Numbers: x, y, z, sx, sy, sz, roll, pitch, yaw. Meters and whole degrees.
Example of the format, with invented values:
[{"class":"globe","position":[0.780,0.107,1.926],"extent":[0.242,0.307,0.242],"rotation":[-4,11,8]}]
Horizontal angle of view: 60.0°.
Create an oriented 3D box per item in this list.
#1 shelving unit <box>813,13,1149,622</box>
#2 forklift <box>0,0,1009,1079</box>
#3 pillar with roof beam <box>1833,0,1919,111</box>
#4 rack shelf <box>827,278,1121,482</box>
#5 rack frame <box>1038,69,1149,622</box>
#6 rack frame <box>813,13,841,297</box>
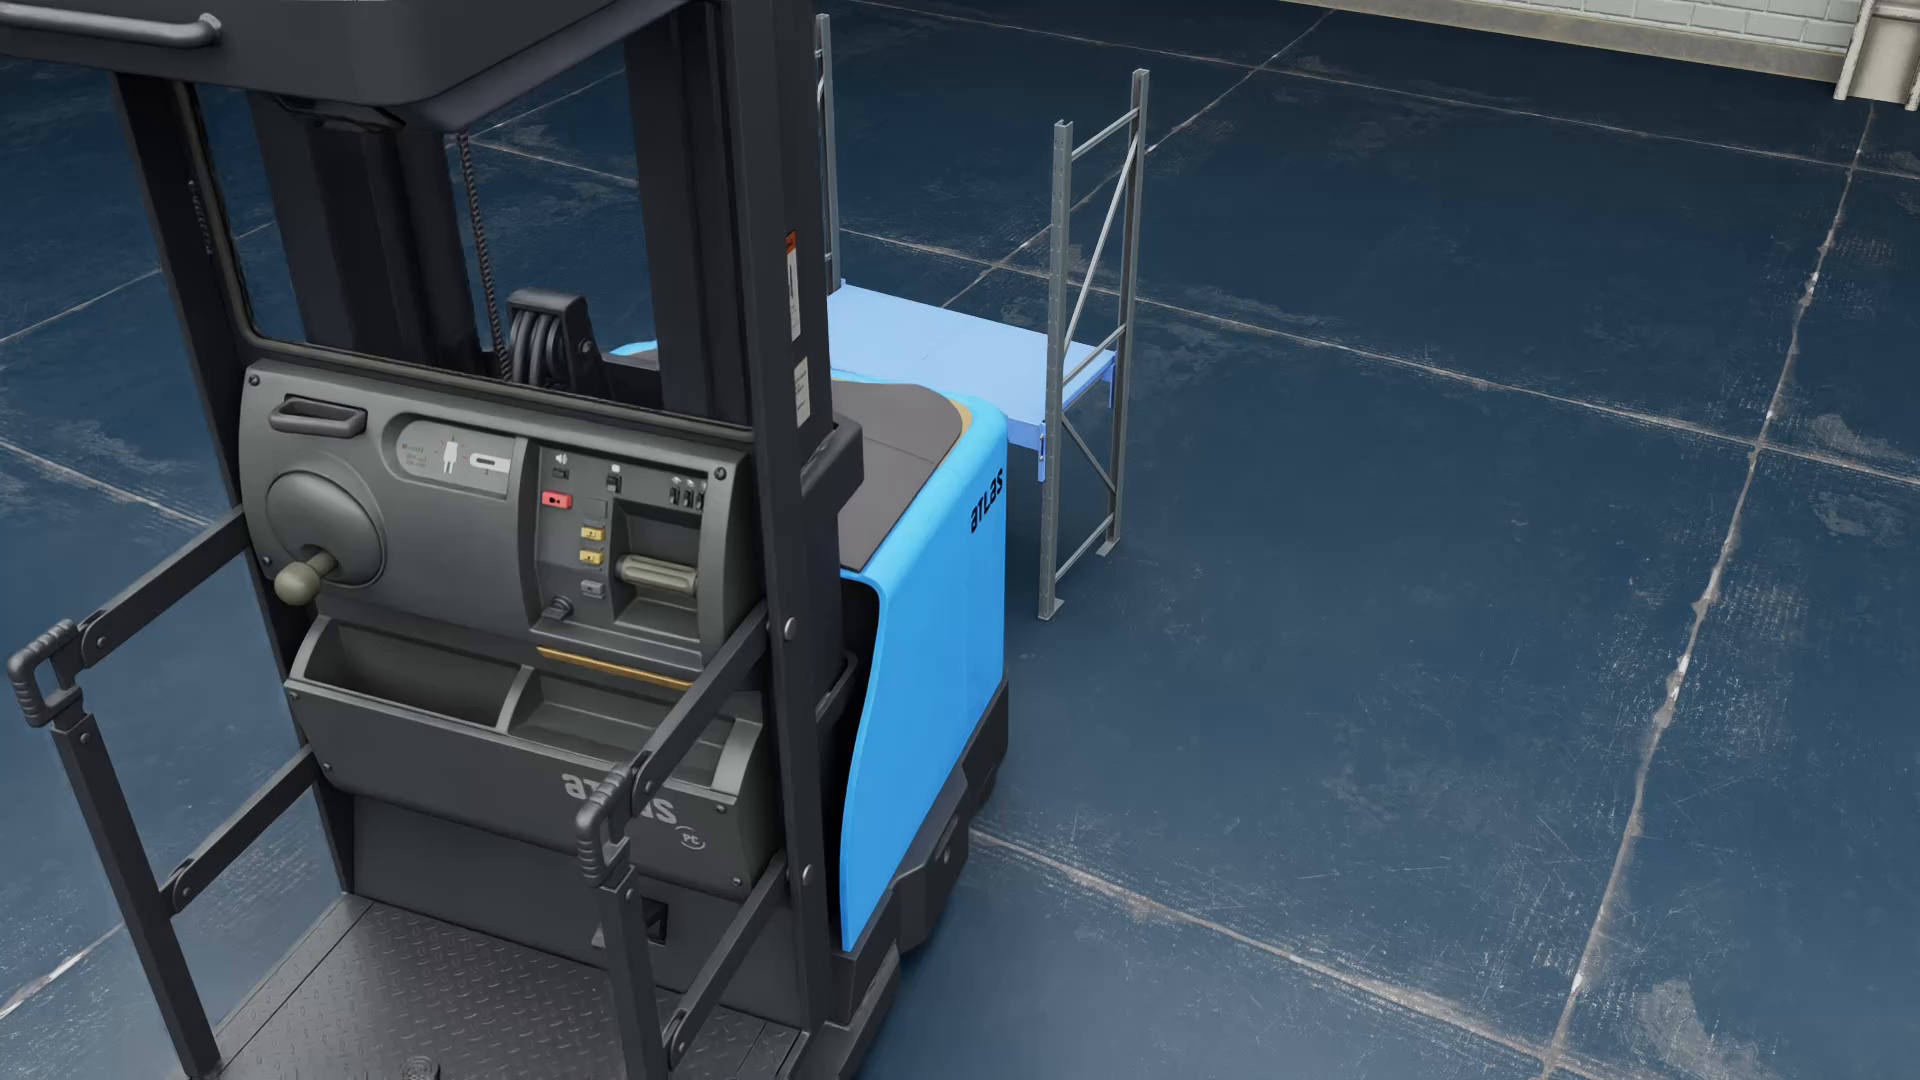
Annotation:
[{"class":"shelving unit","position":[-0.074,-0.648,4.870],"extent":[1.048,1.500,0.538],"rotation":[18,37,24]},{"class":"forklift","position":[-0.863,0.025,2.569],"extent":[1.130,2.935,3.031],"rotation":[12,35,17]},{"class":"pillar with roof beam","position":[2.697,-4.013,3.157],"extent":[0.400,9.000,9.100],"rotation":[18,37,24]},{"class":"rack shelf","position":[-0.074,-0.498,4.969],"extent":[1.000,0.185,0.538],"rotation":[18,37,24]},{"class":"rack frame","position":[0.367,-0.508,4.660],"extent":[0.032,1.500,0.500],"rotation":[18,37,24]},{"class":"rack frame","position":[-0.515,-0.788,5.079],"extent":[0.032,1.500,0.500],"rotation":[18,37,24]}]
